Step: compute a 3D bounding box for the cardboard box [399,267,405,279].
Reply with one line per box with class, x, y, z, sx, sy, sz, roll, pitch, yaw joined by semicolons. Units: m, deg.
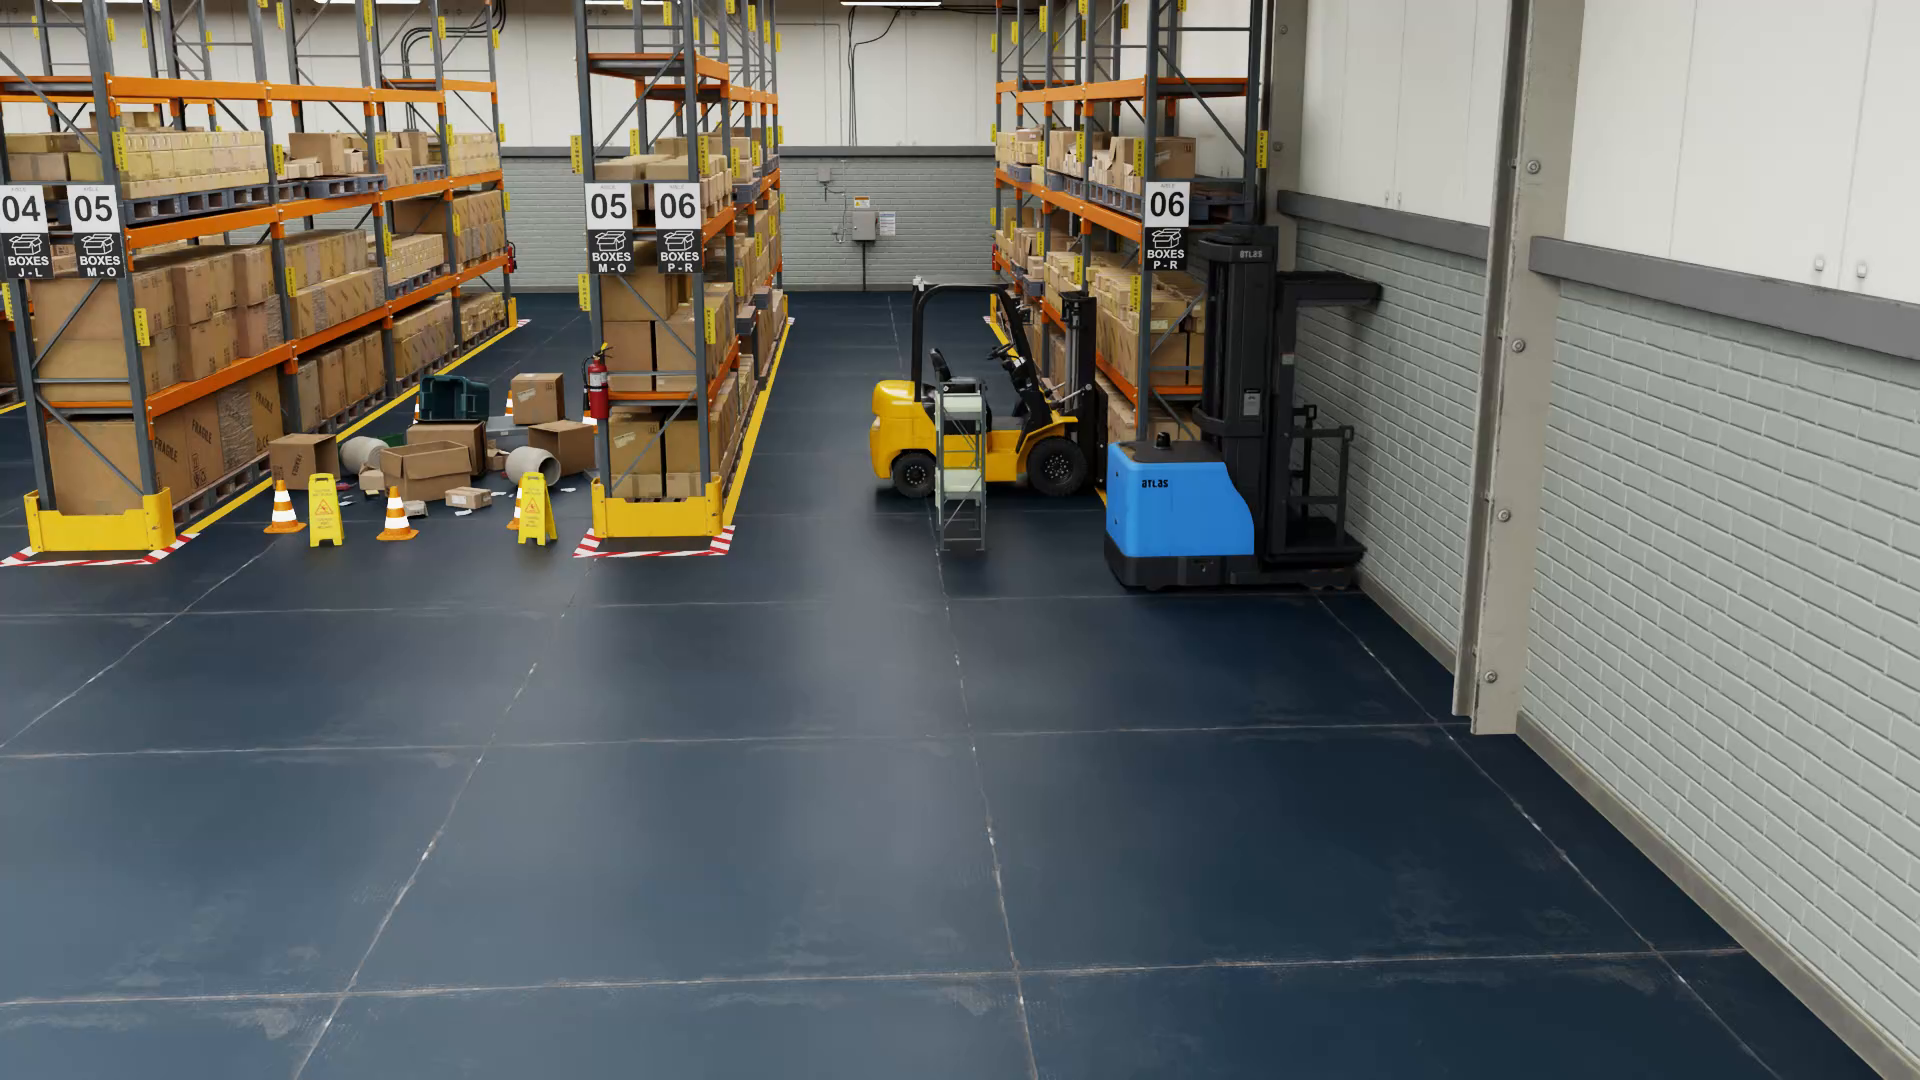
cardboard box;-8.112;-3.791;23.627;0.380;0.149;0.250;0;14;-1

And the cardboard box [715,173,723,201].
cardboard box;-2.659;-3.541;16.676;0.500;0.250;0.500;-1;14;-2

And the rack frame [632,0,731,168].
rack frame;-3.052;-5.406;18.203;1.000;3.000;0.127;-1;14;-3

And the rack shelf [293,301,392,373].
rack shelf;-8.110;-2.548;20.579;1.077;0.370;4.000;-1;14;-3

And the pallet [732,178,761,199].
pallet;-3.051;-4.276;20.206;1.213;0.211;1.003;-1;14;-3

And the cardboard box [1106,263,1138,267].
cardboard box;2.047;-3.412;20.988;0.380;0.149;0.250;-1;14;-3

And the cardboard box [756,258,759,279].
cardboard box;-3.084;-3.795;23.278;0.500;0.250;0.500;-1;14;-4

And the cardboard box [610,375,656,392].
cardboard box;-3.040;-1.474;15.464;0.380;0.149;0.250;0;14;-2

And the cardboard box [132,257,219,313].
cardboard box;-7.910;-2.500;16.477;0.875;0.550;0.500;-1;14;-3

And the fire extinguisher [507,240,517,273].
fire extinguisher;-8.284;-5.236;30.482;0.296;0.674;0.183;-1;14;-3

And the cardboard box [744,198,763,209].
cardboard box;-3.308;-5.420;26.786;0.380;0.149;0.250;-1;14;-4

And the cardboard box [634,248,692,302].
cardboard box;-3.104;-2.684;16.858;0.700;0.500;0.500;-1;14;-4

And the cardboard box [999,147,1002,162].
cardboard box;0.966;-6.846;29.524;0.500;0.250;0.500;-1;14;-2

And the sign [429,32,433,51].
sign;-9.271;-8.772;29.249;0.100;0.325;0.005;-1;14;-3

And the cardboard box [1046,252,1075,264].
cardboard box;1.380;-3.852;22.699;0.380;0.149;0.250;0;14;-2

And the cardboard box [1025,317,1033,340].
cardboard box;1.281;-3.181;25.766;0.500;0.500;0.500;-1;14;-5

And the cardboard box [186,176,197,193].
cardboard box;-7.517;-3.392;15.853;0.380;0.149;0.250;-1;14;-4

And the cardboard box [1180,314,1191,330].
cardboard box;2.309;-2.095;15.871;0.380;0.149;0.250;-1;14;-3

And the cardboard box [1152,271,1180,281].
cardboard box;2.228;-2.882;18.331;0.380;0.149;0.250;-1;14;-4

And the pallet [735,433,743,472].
pallet;-2.975;-0.984;18.651;1.003;0.211;1.213;-1;14;-3

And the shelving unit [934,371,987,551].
shelving unit;0.000;-0.725;15.057;0.431;1.500;0.755;-1;14;-3

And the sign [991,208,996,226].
sign;0.617;-5.974;30.711;0.100;0.325;0.005;-1;14;-3

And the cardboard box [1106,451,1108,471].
cardboard box;1.762;-0.816;17.076;0.500;0.250;0.500;-1;14;-3

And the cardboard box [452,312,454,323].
cardboard box;-8.296;-3.589;26.863;0.380;0.149;0.250;0;14;-1

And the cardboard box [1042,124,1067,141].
cardboard box;1.494;-6.421;26.197;0.396;0.266;0.258;-1;14;-4

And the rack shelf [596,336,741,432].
rack shelf;-2.928;-1.655;17.107;1.077;0.370;4.000;-1;14;-3

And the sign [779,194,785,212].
sign;-3.253;-6.166;30.395;0.100;0.325;0.005;-1;14;-3

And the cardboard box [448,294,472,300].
cardboard box;-8.899;-4.292;29.598;0.380;0.149;0.250;-1;14;-2

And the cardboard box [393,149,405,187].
cardboard box;-8.042;-5.166;23.087;0.500;0.500;0.500;-1;14;-3

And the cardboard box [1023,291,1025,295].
cardboard box;1.224;-3.927;26.767;0.380;0.149;0.250;-1;14;-4

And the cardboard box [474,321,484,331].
cardboard box;-8.304;-3.629;28.215;0.380;0.149;0.250;-1;14;-5

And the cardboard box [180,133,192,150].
cardboard box;-7.519;-3.778;15.753;0.380;0.149;0.250;-1;14;-4

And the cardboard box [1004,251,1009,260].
cardboard box;0.972;-4.969;29.047;0.380;0.149;0.250;-1;14;-2

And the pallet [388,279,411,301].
pallet;-8.384;-3.477;23.129;1.213;0.211;1.003;-1;14;-3

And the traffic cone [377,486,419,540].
traffic cone;-5.205;-0.263;15.343;0.336;0.463;0.334;-1;14;-3

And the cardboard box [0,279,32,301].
cardboard box;-12.949;-3.516;22.696;0.500;0.500;0.500;0;14;-2

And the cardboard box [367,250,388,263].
cardboard box;-8.069;-3.883;22.790;0.380;0.149;0.250;-1;14;-3

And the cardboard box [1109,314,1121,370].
cardboard box;1.803;-2.007;16.830;0.500;0.500;0.500;-1;14;-4

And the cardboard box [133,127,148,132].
cardboard box;-13.576;-6.418;26.911;0.700;0.500;0.500;0;14;-1

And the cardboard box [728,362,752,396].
cardboard box;-3.221;-2.102;21.833;0.950;0.372;0.625;-1;14;-5

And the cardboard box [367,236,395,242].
cardboard box;-8.893;-4.585;25.516;0.380;0.149;0.250;0;14;-2

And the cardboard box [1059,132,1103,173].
cardboard box;1.519;-4.889;20.969;0.500;0.500;0.500;-1;14;-2

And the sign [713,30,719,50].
sign;-4.349;-8.913;29.639;0.100;0.325;0.005;-1;14;-3

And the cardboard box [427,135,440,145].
cardboard box;-8.258;-6.280;26.117;0.380;0.149;0.250;-1;14;-4

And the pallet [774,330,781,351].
pallet;-3.516;-3.330;27.770;1.003;0.211;1.213;-1;14;-3

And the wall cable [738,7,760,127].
wall cable;-4.429;-9.801;35.283;0.463;3.000;0.029;-1;14;-3

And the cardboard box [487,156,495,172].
cardboard box;-8.398;-6.528;28.883;0.500;0.250;0.500;-1;14;-3

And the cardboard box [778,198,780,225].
cardboard box;-3.528;-5.902;29.961;0.500;0.500;0.500;0;14;-2

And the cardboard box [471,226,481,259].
cardboard box;-8.294;-4.957;27.700;0.500;0.500;0.500;-1;14;-5

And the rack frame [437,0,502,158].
rack frame;-8.729;-8.289;29.407;1.000;3.000;0.127;-1;14;-3

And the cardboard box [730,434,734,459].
cardboard box;-2.677;-0.971;17.680;0.500;0.250;0.500;-1;14;-3

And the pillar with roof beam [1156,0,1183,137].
pillar with roof beam;-1.662;-6.102;20.906;9.100;9.000;0.400;-1;14;-3

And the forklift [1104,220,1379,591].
forklift;2.795;-1.137;13.787;3.031;2.935;1.130;-1;14;-5

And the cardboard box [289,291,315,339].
cardboard box;-7.750;-2.583;19.068;0.500;0.500;0.500;-1;14;-3
